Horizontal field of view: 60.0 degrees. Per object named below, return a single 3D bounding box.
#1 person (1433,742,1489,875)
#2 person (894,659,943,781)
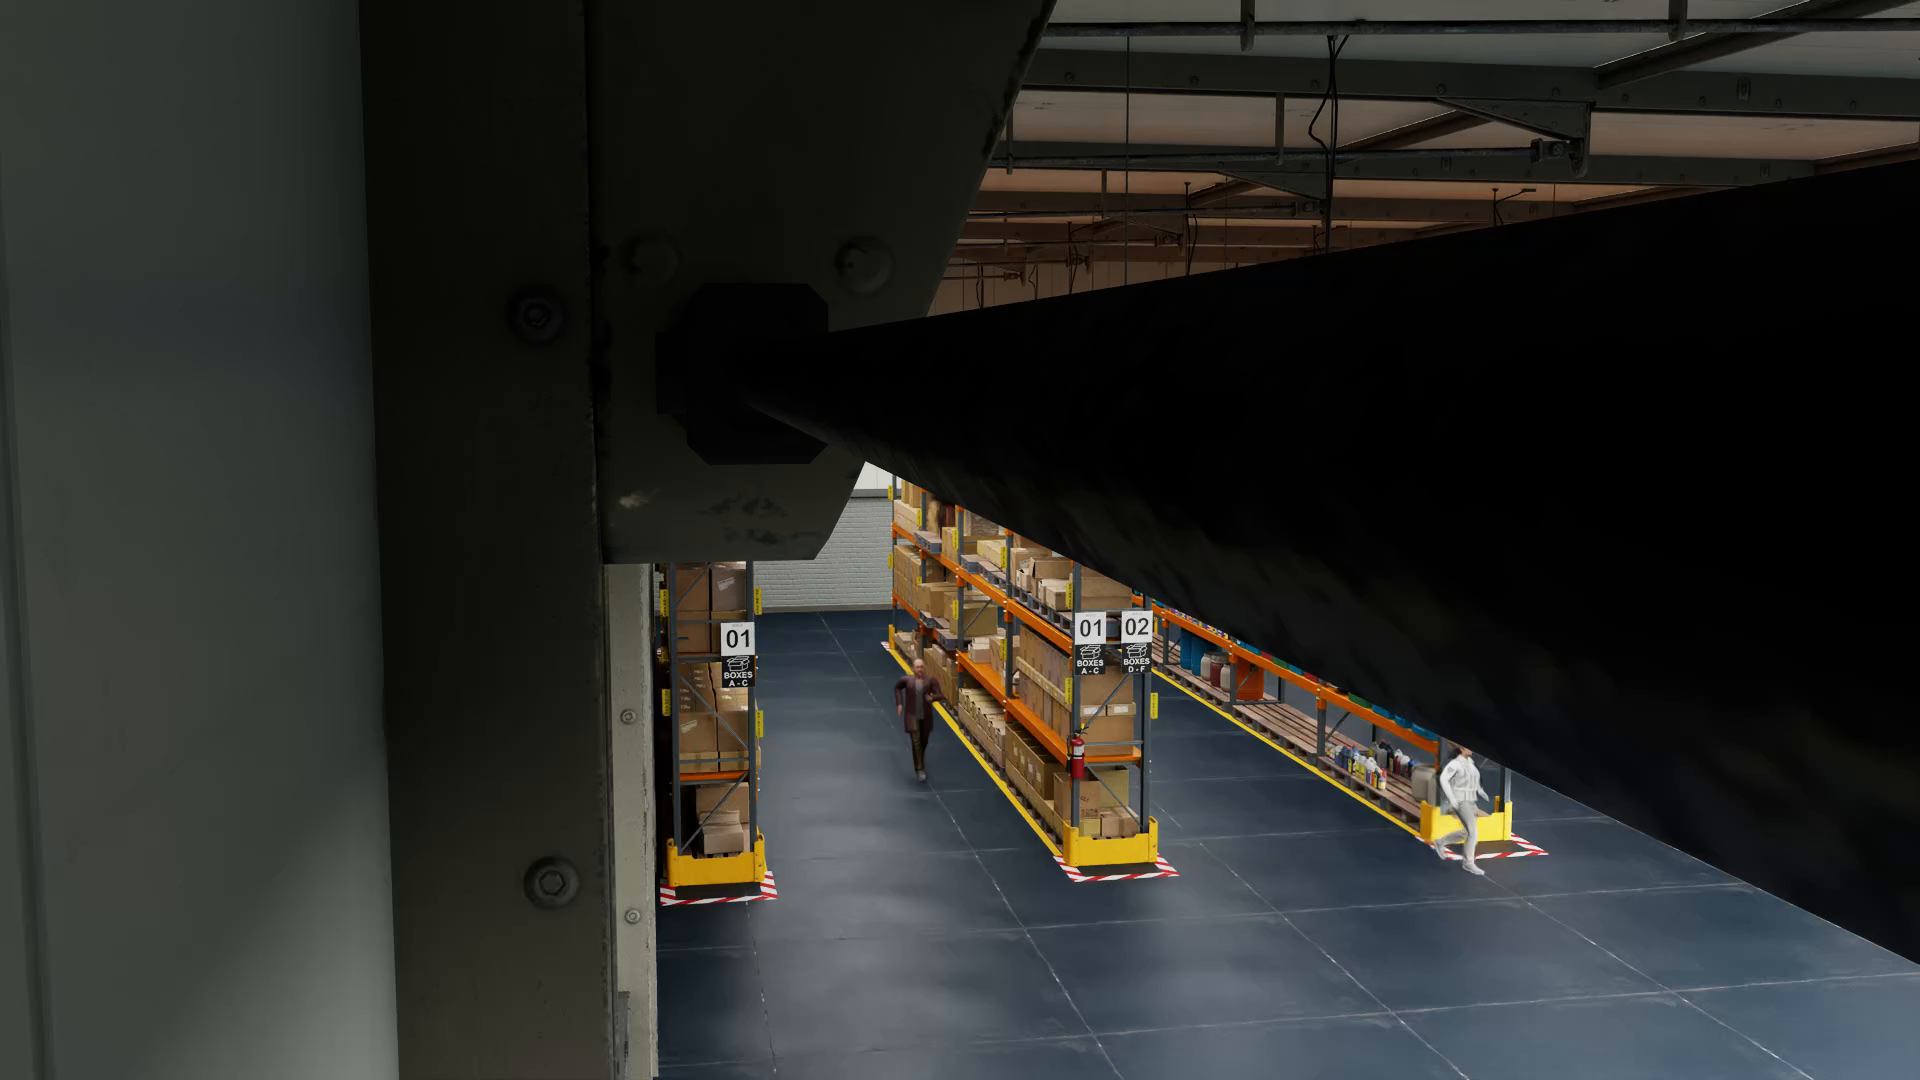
[{"bbox_3d":[6.290,3.278,20.768,0.703,1.676,0.665,6,8,42],"label":"person"},{"bbox_3d":[-0.625,2.680,25.293,0.699,1.770,1.065,-1,6,-11],"label":"person"}]
